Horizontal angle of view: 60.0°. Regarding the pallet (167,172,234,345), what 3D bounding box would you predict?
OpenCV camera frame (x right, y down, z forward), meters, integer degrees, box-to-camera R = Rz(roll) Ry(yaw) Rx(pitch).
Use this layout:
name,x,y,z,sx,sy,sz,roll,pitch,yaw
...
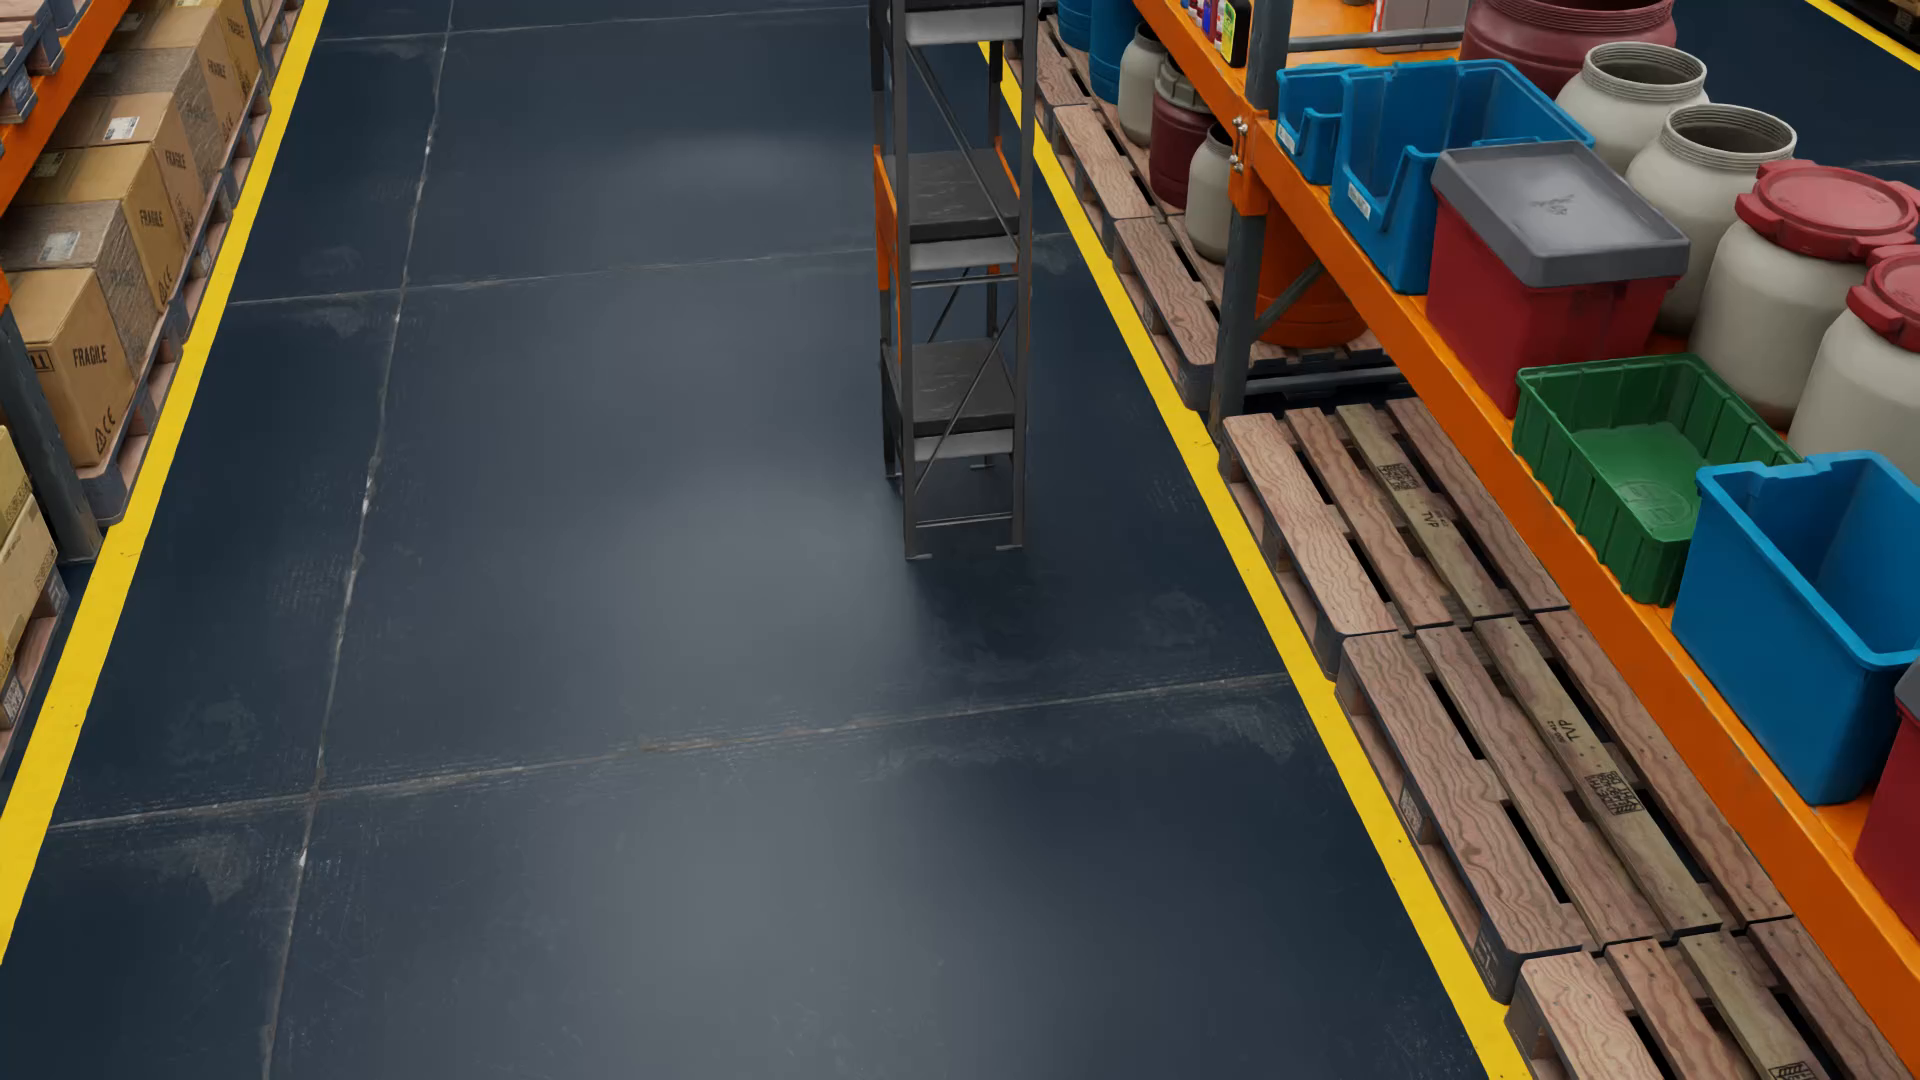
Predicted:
name,x,y,z,sx,sy,sz,roll,pitch,yaw
pallet,-3.744,-1.181,7.098,1.003,0.211,1.213,-6,38,-8

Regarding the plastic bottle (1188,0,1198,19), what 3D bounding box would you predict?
name,x,y,z,sx,sy,sz,roll,pitch,yaw
plastic bottle,0.887,-2.012,6.057,0.097,0.201,0.097,0,38,0

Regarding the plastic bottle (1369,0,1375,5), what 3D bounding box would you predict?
name,x,y,z,sx,sy,sz,roll,pitch,yaw
plastic bottle,1.599,-2.149,6.173,0.152,0.276,0.135,-6,38,-8

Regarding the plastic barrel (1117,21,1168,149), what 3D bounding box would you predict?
name,x,y,z,sx,sy,sz,roll,pitch,yaw
plastic barrel,0.950,-2.113,7.711,0.421,0.512,0.421,0,38,0

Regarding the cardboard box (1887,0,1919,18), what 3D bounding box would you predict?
name,x,y,z,sx,sy,sz,roll,pitch,yaw
cardboard box,5.744,-3.514,9.217,1.225,0.875,0.875,-6,38,-8

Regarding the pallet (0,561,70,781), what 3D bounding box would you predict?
name,x,y,z,sx,sy,sz,roll,pitch,yaw
pallet,-3.334,0.511,4.921,1.003,0.211,1.213,-6,38,-8

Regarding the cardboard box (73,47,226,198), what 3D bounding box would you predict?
name,x,y,z,sx,sy,sz,roll,pitch,yaw
cardboard box,-3.607,-1.825,7.333,0.500,0.500,0.500,-6,38,-7

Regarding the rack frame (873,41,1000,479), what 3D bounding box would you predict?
name,x,y,z,sx,sy,sz,roll,pitch,yaw
rack frame,-0.072,-1.077,5.424,0.400,2.100,0.015,-6,38,-8

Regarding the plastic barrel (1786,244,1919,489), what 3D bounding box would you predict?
name,x,y,z,sx,sy,sz,roll,pitch,yaw
plastic barrel,2.058,-0.305,3.587,0.433,0.535,0.433,0,38,0

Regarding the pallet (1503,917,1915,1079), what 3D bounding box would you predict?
name,x,y,z,sx,sy,sz,roll,pitch,yaw
pallet,1.963,1.424,3.744,1.003,0.211,1.213,-6,38,-8

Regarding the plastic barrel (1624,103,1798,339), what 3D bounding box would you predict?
name,x,y,z,sx,sy,sz,roll,pitch,yaw
plastic barrel,1.902,-0.814,4.262,0.421,0.512,0.421,0,38,0

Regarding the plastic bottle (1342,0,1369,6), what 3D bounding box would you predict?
name,x,y,z,sx,sy,sz,roll,pitch,yaw
plastic bottle,1.479,-2.095,6.164,0.097,0.201,0.097,0,38,0

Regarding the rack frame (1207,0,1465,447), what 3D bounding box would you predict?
name,x,y,z,sx,sy,sz,roll,pitch,yaw
rack frame,1.437,-1.623,5.394,1.000,3.000,0.127,-6,38,-8

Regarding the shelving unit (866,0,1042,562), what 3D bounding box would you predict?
name,x,y,z,sx,sy,sz,roll,pitch,yaw
shelving unit,-0.029,-0.929,5.235,0.431,2.100,0.503,-6,38,-8

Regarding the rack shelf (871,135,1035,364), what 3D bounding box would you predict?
name,x,y,z,sx,sy,sz,roll,pitch,yaw
rack shelf,-0.029,-0.918,5.243,0.431,0.518,0.480,-6,38,-8

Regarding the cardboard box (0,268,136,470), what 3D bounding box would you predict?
name,x,y,z,sx,sy,sz,roll,pitch,yaw
cardboard box,-3.238,-0.584,5.736,0.500,0.500,0.500,-5,38,-6

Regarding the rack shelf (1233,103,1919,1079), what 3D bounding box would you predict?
name,x,y,z,sx,sy,sz,roll,pitch,yaw
rack shelf,1.788,-0.130,4.059,1.077,0.370,4.000,-6,38,-8

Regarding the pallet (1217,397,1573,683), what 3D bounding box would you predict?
name,x,y,z,sx,sy,sz,roll,pitch,yaw
pallet,1.535,-0.049,5.641,1.003,0.211,1.213,-6,38,-8

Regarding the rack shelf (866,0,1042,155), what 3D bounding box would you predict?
name,x,y,z,sx,sy,sz,roll,pitch,yaw
rack shelf,-0.029,-1.471,4.813,0.431,0.518,0.480,-6,38,-8

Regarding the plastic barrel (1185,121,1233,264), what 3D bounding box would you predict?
name,x,y,z,sx,sy,sz,roll,pitch,yaw
plastic barrel,1.148,-1.431,6.833,0.421,0.512,0.421,0,38,0

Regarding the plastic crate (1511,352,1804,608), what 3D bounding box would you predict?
name,x,y,z,sx,sy,sz,roll,pitch,yaw
plastic crate,1.555,-0.144,3.664,0.450,0.188,0.662,-6,38,-8

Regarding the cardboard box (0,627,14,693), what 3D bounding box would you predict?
name,x,y,z,sx,sy,sz,roll,pitch,yaw
cardboard box,-3.014,0.430,4.650,0.500,0.250,0.500,-7,38,-8

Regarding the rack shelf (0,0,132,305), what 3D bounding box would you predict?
name,x,y,z,sx,sy,sz,roll,pitch,yaw
rack shelf,-3.791,-2.016,6.486,1.077,0.370,4.000,-6,38,-8

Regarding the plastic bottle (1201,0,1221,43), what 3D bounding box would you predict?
name,x,y,z,sx,sy,sz,roll,pitch,yaw
plastic bottle,0.906,-1.914,5.864,0.061,0.283,0.133,-6,38,-8

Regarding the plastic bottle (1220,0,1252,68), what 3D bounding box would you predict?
name,x,y,z,sx,sy,sz,roll,pitch,yaw
plastic bottle,0.946,-1.775,5.685,0.061,0.283,0.133,-6,38,-8

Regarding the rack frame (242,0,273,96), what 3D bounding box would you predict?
name,x,y,z,sx,sy,sz,roll,pitch,yaw
rack frame,-4.141,-3.508,7.821,1.000,3.000,0.127,-6,38,-8

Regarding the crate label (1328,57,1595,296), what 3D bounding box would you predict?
name,x,y,z,sx,sy,sz,roll,pitch,yaw
crate label,1.345,-1.007,4.573,0.502,0.435,0.616,-6,38,-8

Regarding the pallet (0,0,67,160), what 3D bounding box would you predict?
name,x,y,z,sx,sy,sz,roll,pitch,yaw
pallet,-3.628,-1.418,5.287,1.213,0.211,1.003,-6,38,-8

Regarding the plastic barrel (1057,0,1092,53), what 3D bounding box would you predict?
name,x,y,z,sx,sy,sz,roll,pitch,yaw
plastic barrel,0.815,-3.045,8.593,0.600,0.901,0.708,-6,38,-8

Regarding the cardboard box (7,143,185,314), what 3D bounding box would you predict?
name,x,y,z,sx,sy,sz,roll,pitch,yaw
cardboard box,-3.419,-1.203,6.533,0.500,0.500,0.500,-7,38,-9

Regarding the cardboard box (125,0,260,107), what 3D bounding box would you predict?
name,x,y,z,sx,sy,sz,roll,pitch,yaw
cardboard box,-3.773,-2.427,8.109,0.500,0.500,0.500,-6,38,-8

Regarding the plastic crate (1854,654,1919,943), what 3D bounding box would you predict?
name,x,y,z,sx,sy,sz,roll,pitch,yaw
plastic crate,1.752,0.509,2.598,0.402,0.464,0.583,-6,38,-8

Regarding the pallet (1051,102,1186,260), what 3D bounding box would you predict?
name,x,y,z,sx,sy,sz,roll,pitch,yaw
pallet,1.048,-1.728,7.803,1.003,0.211,1.213,-6,38,-8

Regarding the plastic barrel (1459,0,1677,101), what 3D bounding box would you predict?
name,x,y,z,sx,sy,sz,roll,pitch,yaw
plastic barrel,1.817,-1.429,5.033,0.600,0.536,0.708,-6,38,-8

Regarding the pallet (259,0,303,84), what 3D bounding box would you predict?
name,x,y,z,sx,sy,sz,roll,pitch,yaw
pallet,-4.261,-2.822,9.210,1.003,0.211,1.213,-6,38,-8
